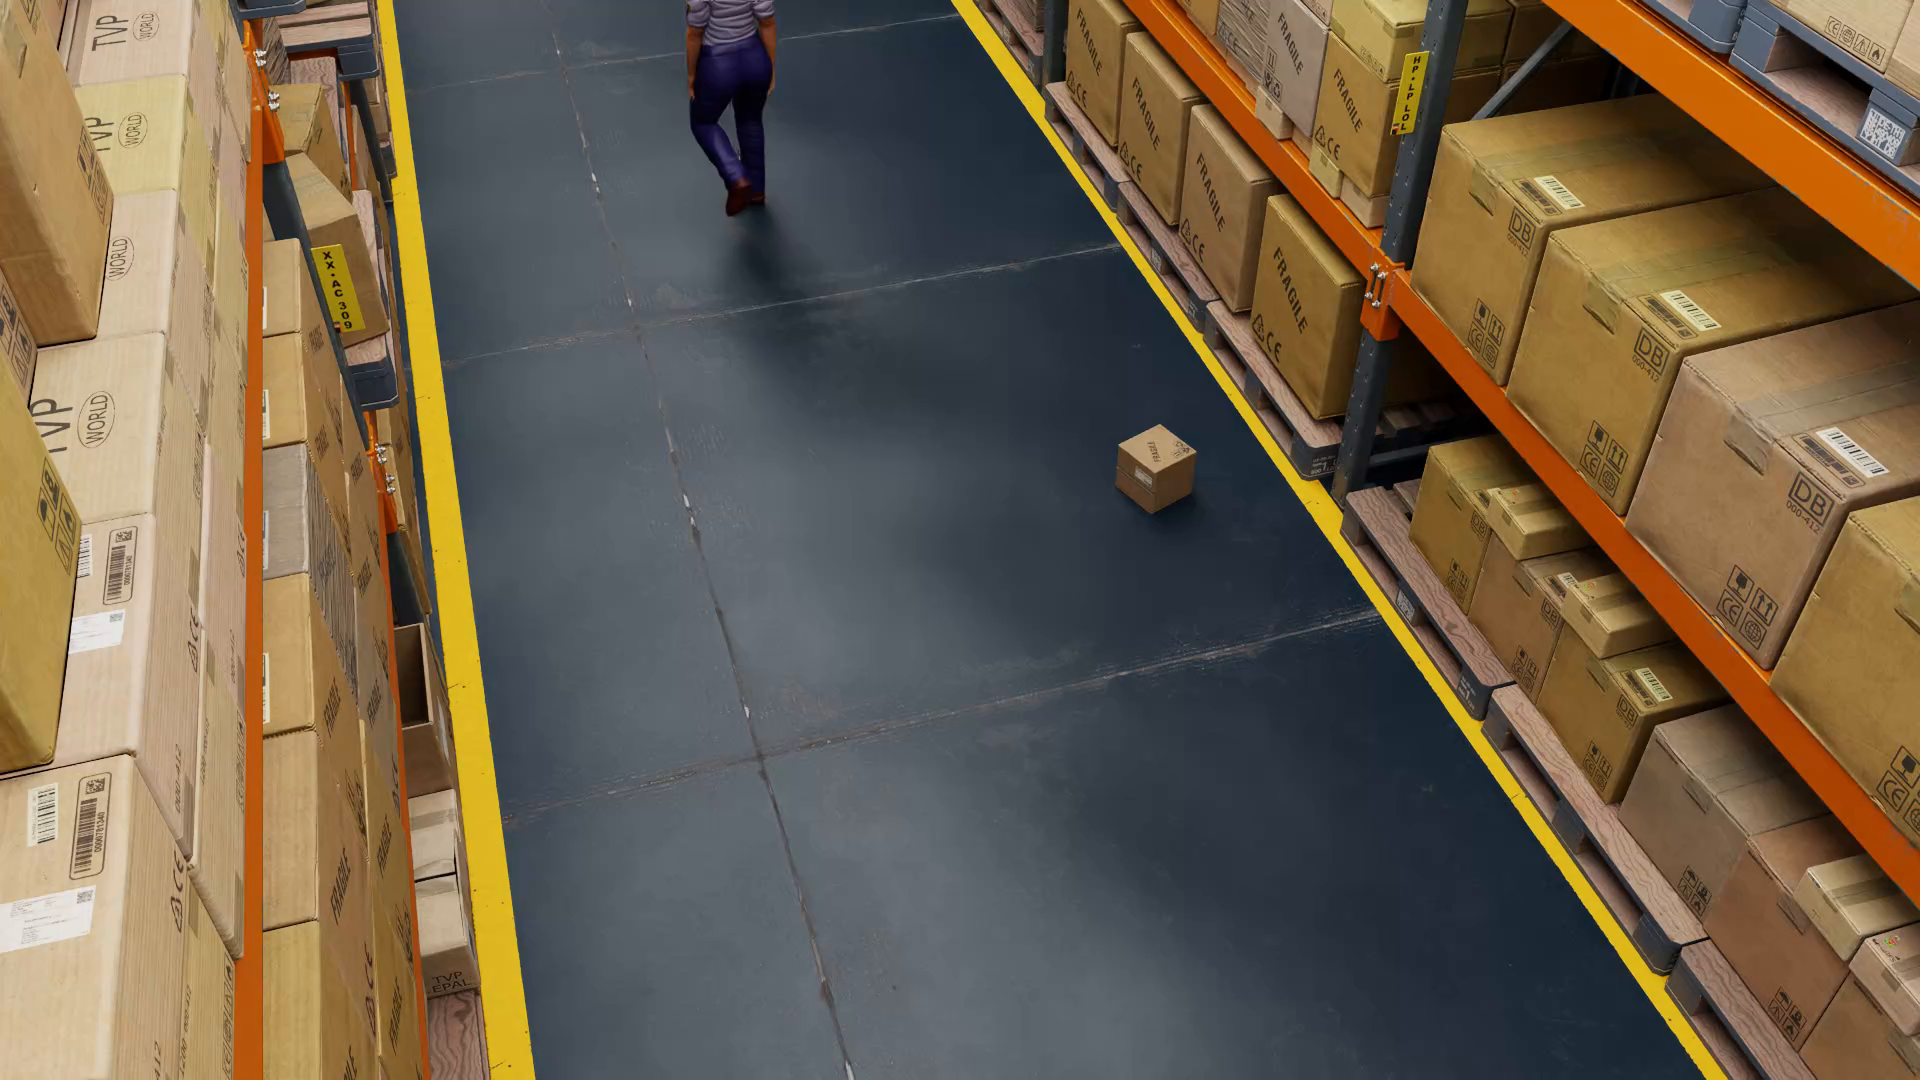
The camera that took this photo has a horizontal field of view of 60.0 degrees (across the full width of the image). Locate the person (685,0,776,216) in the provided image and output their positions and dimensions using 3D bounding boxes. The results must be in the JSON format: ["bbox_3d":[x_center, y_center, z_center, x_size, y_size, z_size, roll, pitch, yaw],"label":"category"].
[{"bbox_3d":[-1.206,-2.499,8.863,0.490,1.637,0.558,-19,46,-20],"label":"person"}]
